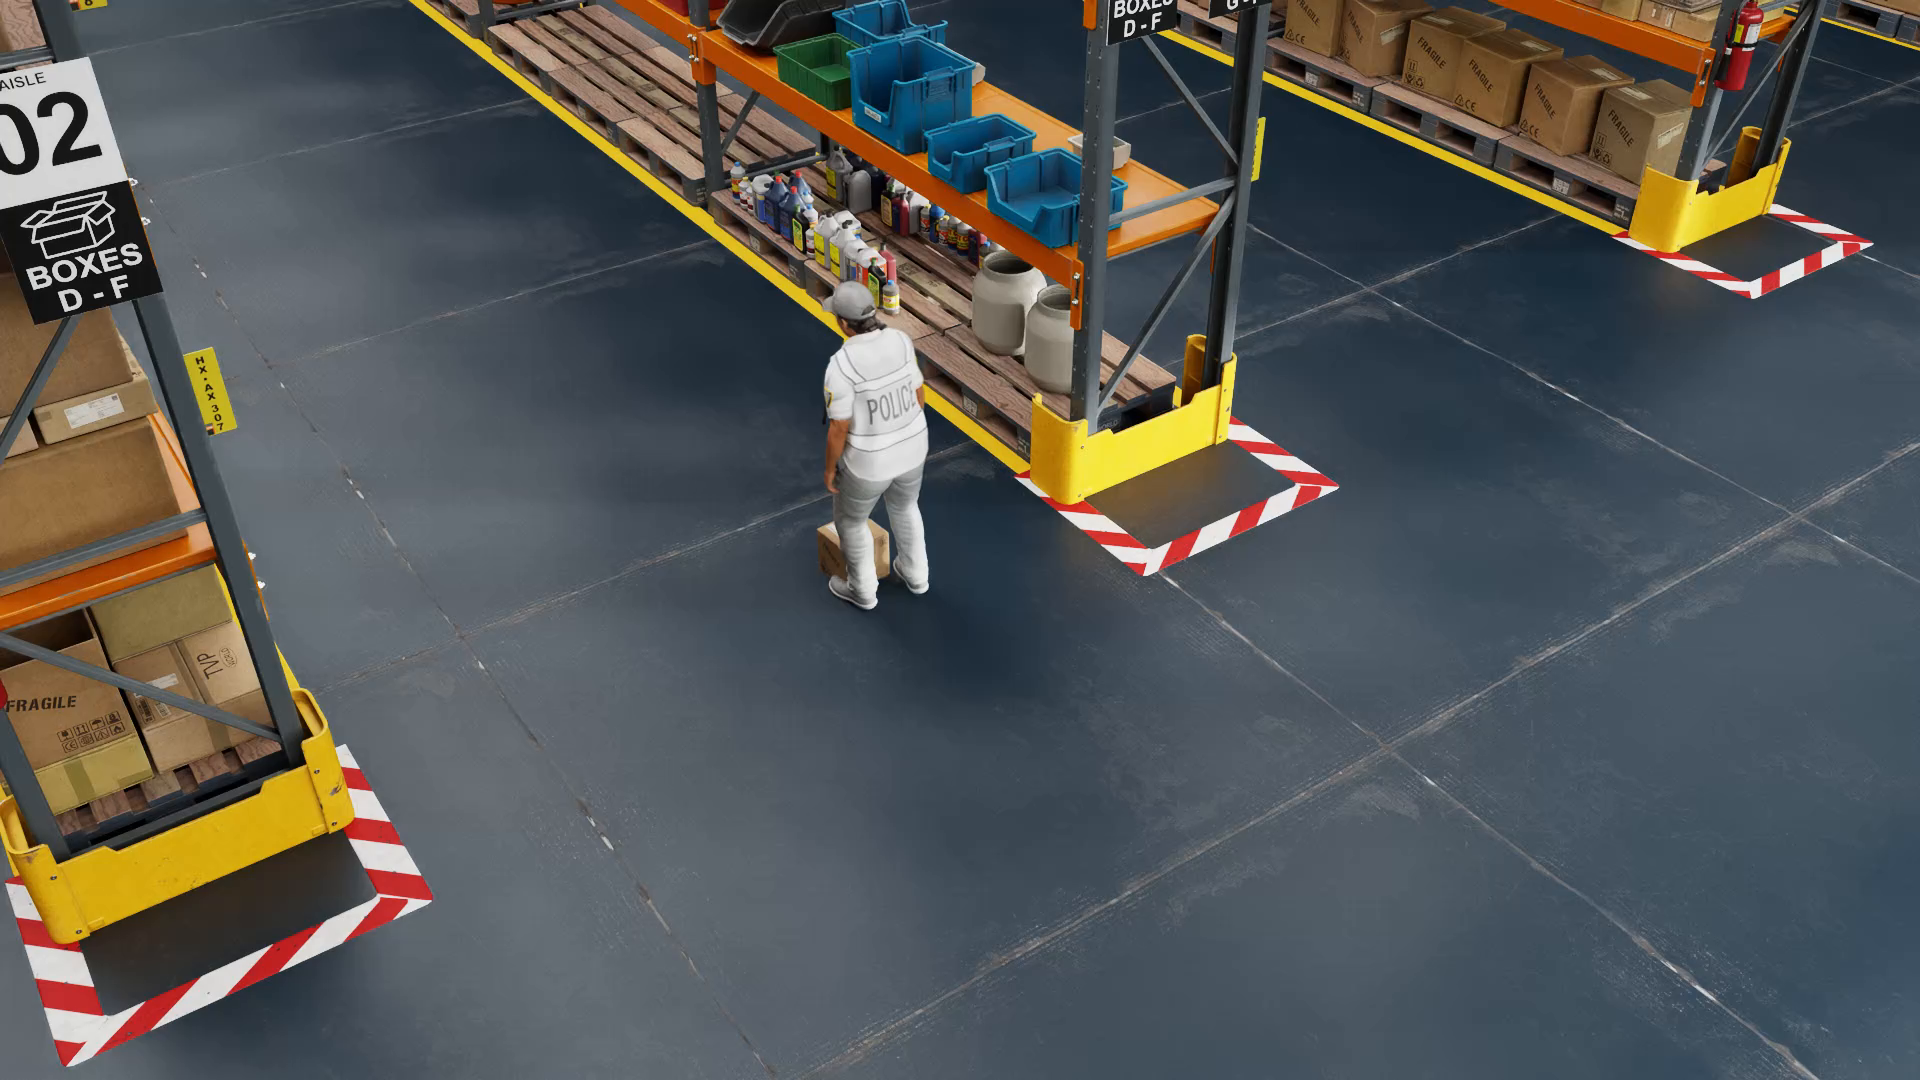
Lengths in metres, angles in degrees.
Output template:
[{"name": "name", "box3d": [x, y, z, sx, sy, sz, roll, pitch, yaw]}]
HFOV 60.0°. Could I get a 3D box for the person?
[{"name": "person", "box3d": [-0.388, -0.406, 7.543, 0.561, 1.665, 0.470, -26, 44, -30]}]
